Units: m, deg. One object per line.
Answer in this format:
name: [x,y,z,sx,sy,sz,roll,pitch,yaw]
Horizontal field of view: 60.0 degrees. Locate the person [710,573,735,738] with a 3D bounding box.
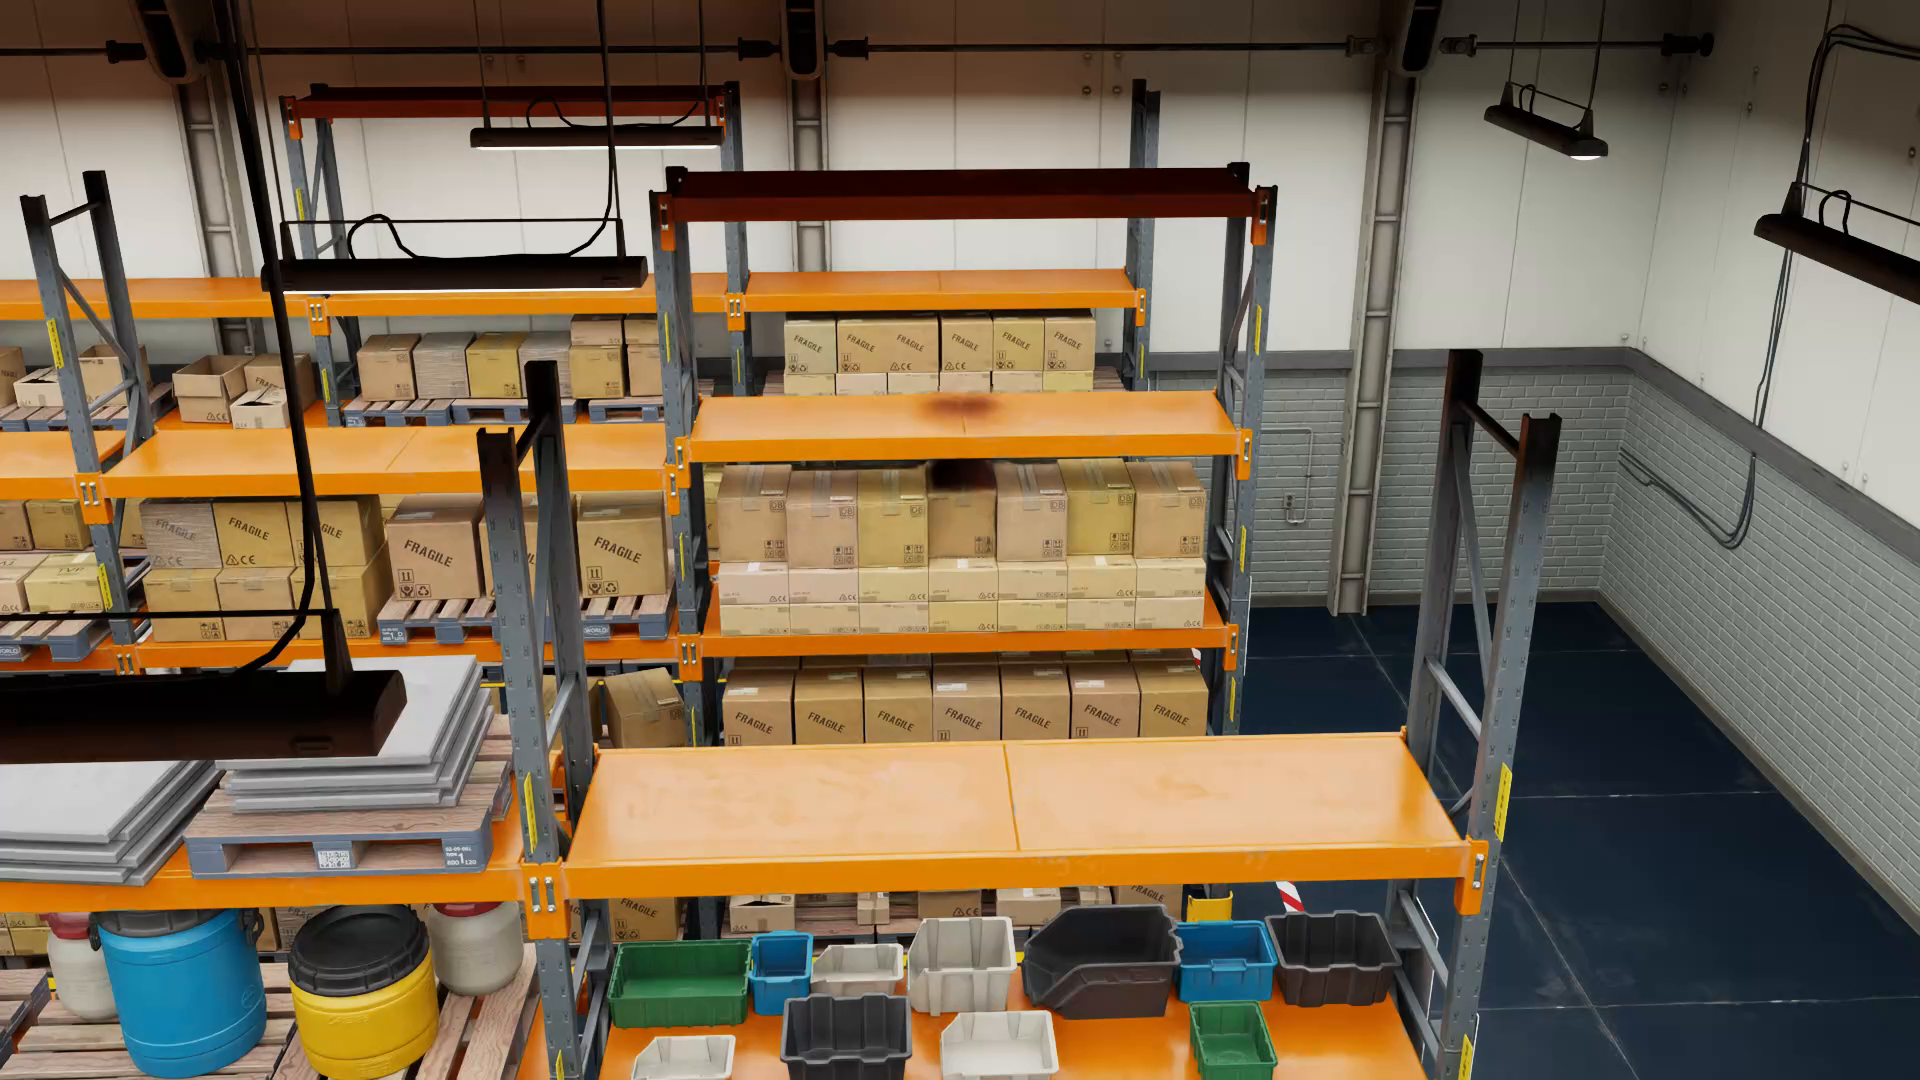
person: [-2.298,1.135,16.220,0.557,1.761,0.420,5,23,13]

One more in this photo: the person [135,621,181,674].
person: [-7.226,1.582,15.017,0.648,1.849,0.377,3,22,6]
